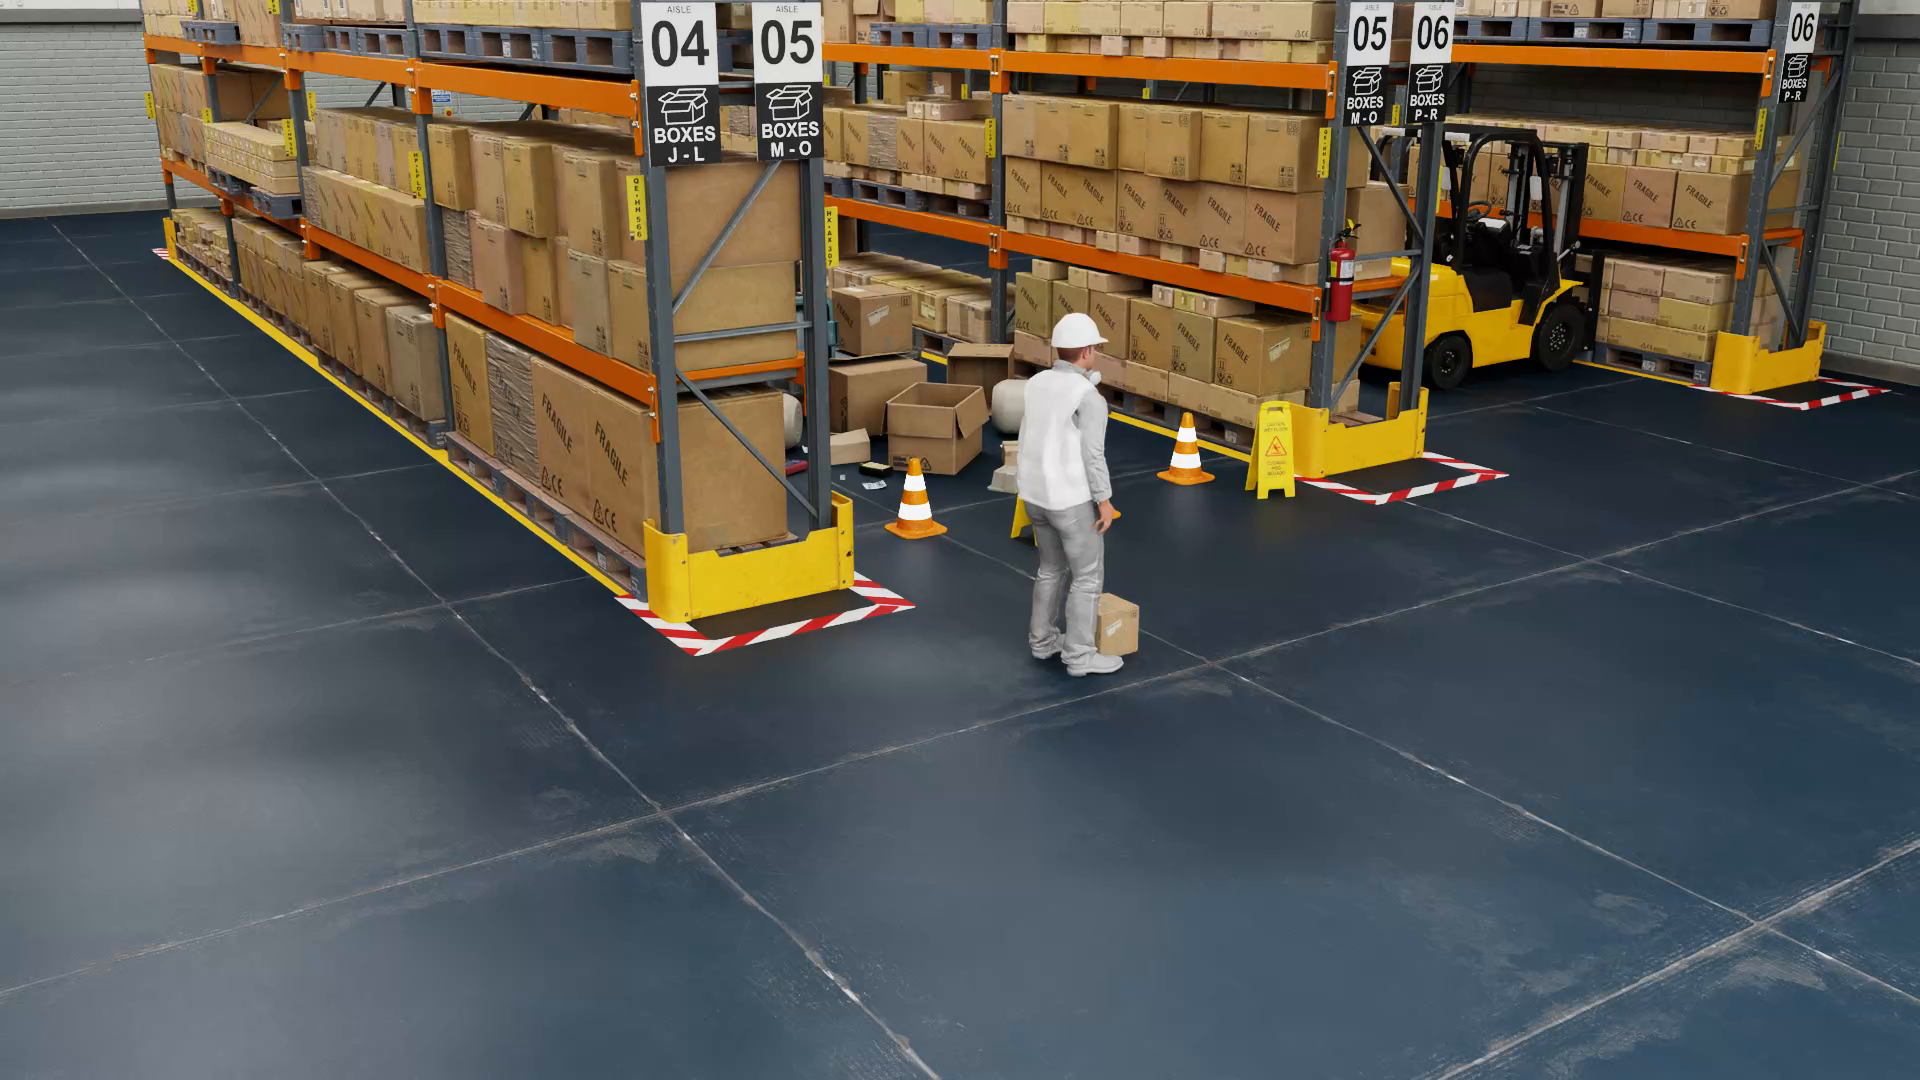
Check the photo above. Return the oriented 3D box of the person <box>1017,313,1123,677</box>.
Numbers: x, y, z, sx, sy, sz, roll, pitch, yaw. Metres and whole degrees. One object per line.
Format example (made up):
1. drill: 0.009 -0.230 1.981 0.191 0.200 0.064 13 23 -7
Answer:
1. person: 0.528 -0.232 8.227 0.464 1.771 0.593 -13 22 -35
